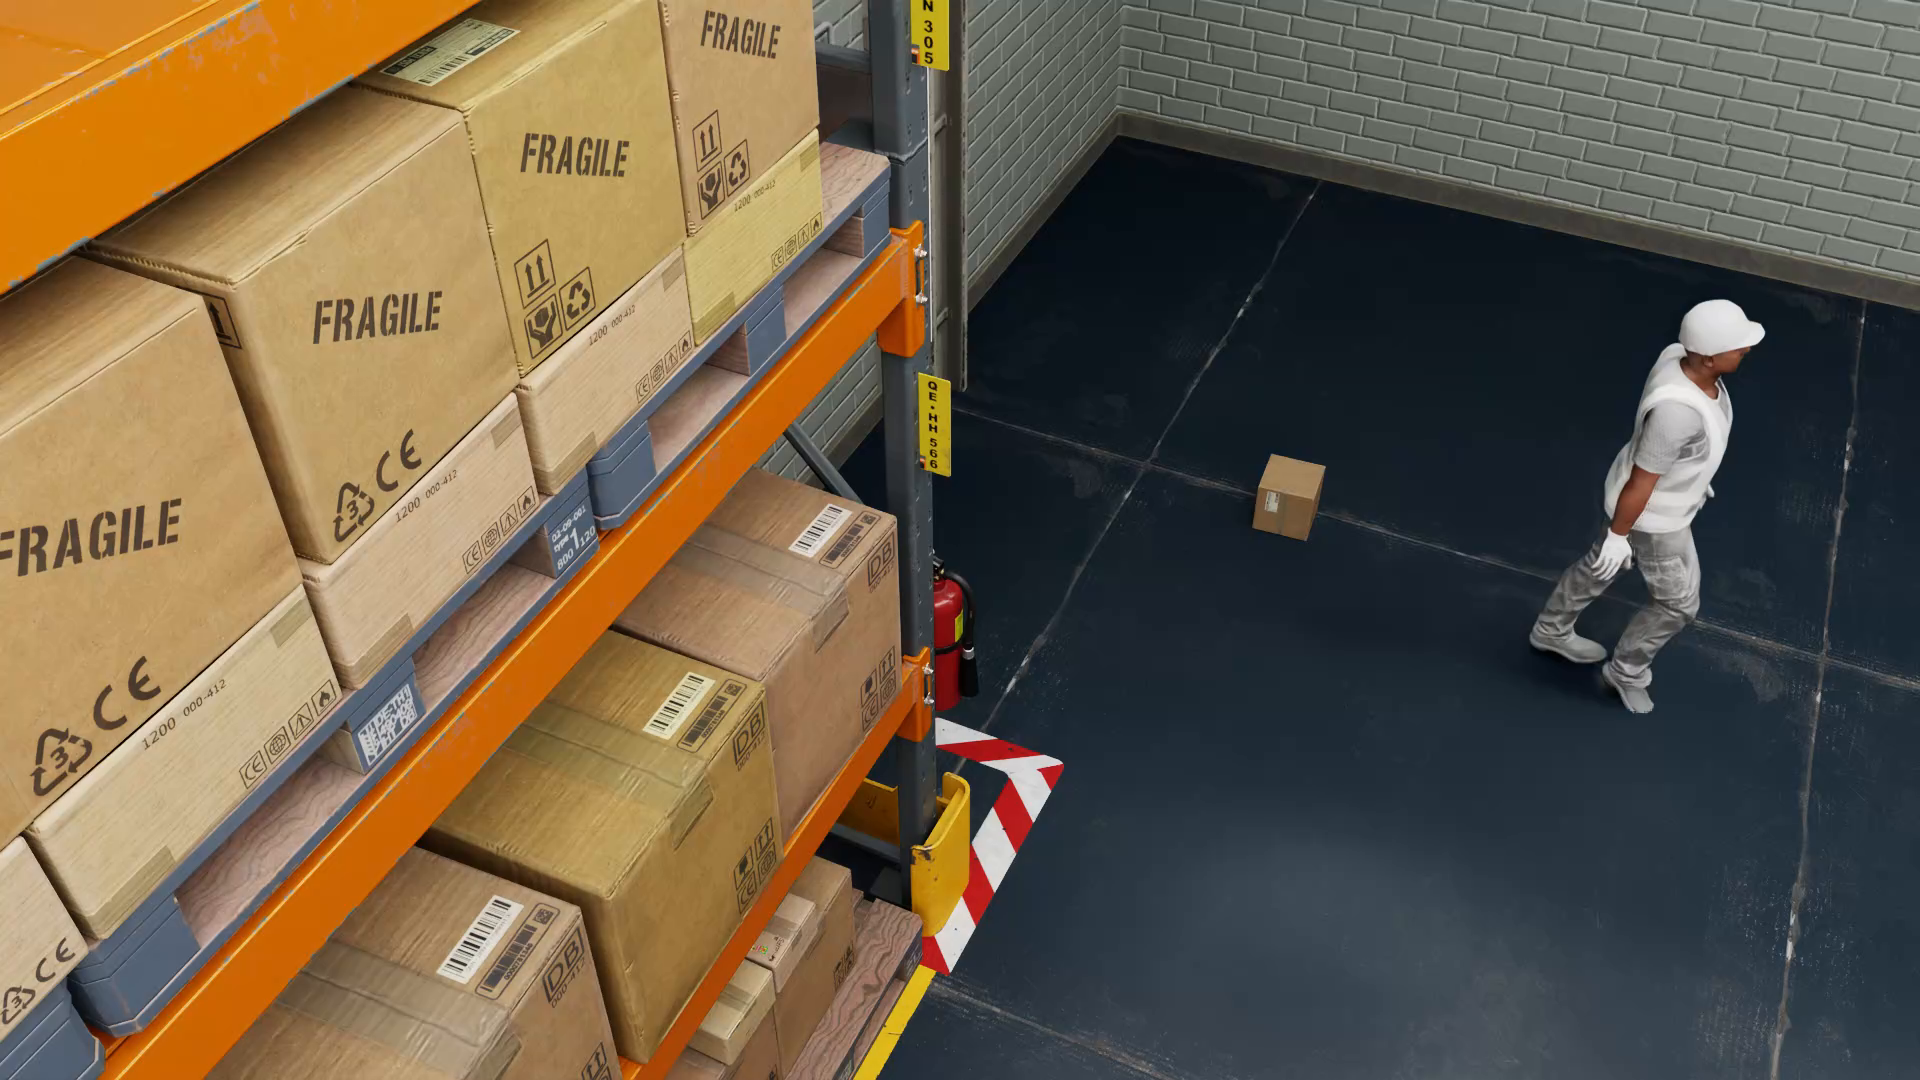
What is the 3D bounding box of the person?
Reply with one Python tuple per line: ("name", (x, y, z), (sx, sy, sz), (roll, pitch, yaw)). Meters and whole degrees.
("person", (2.607, -0.094, 6.282), (0.550, 1.862, 0.657), (15, 44, 16))
